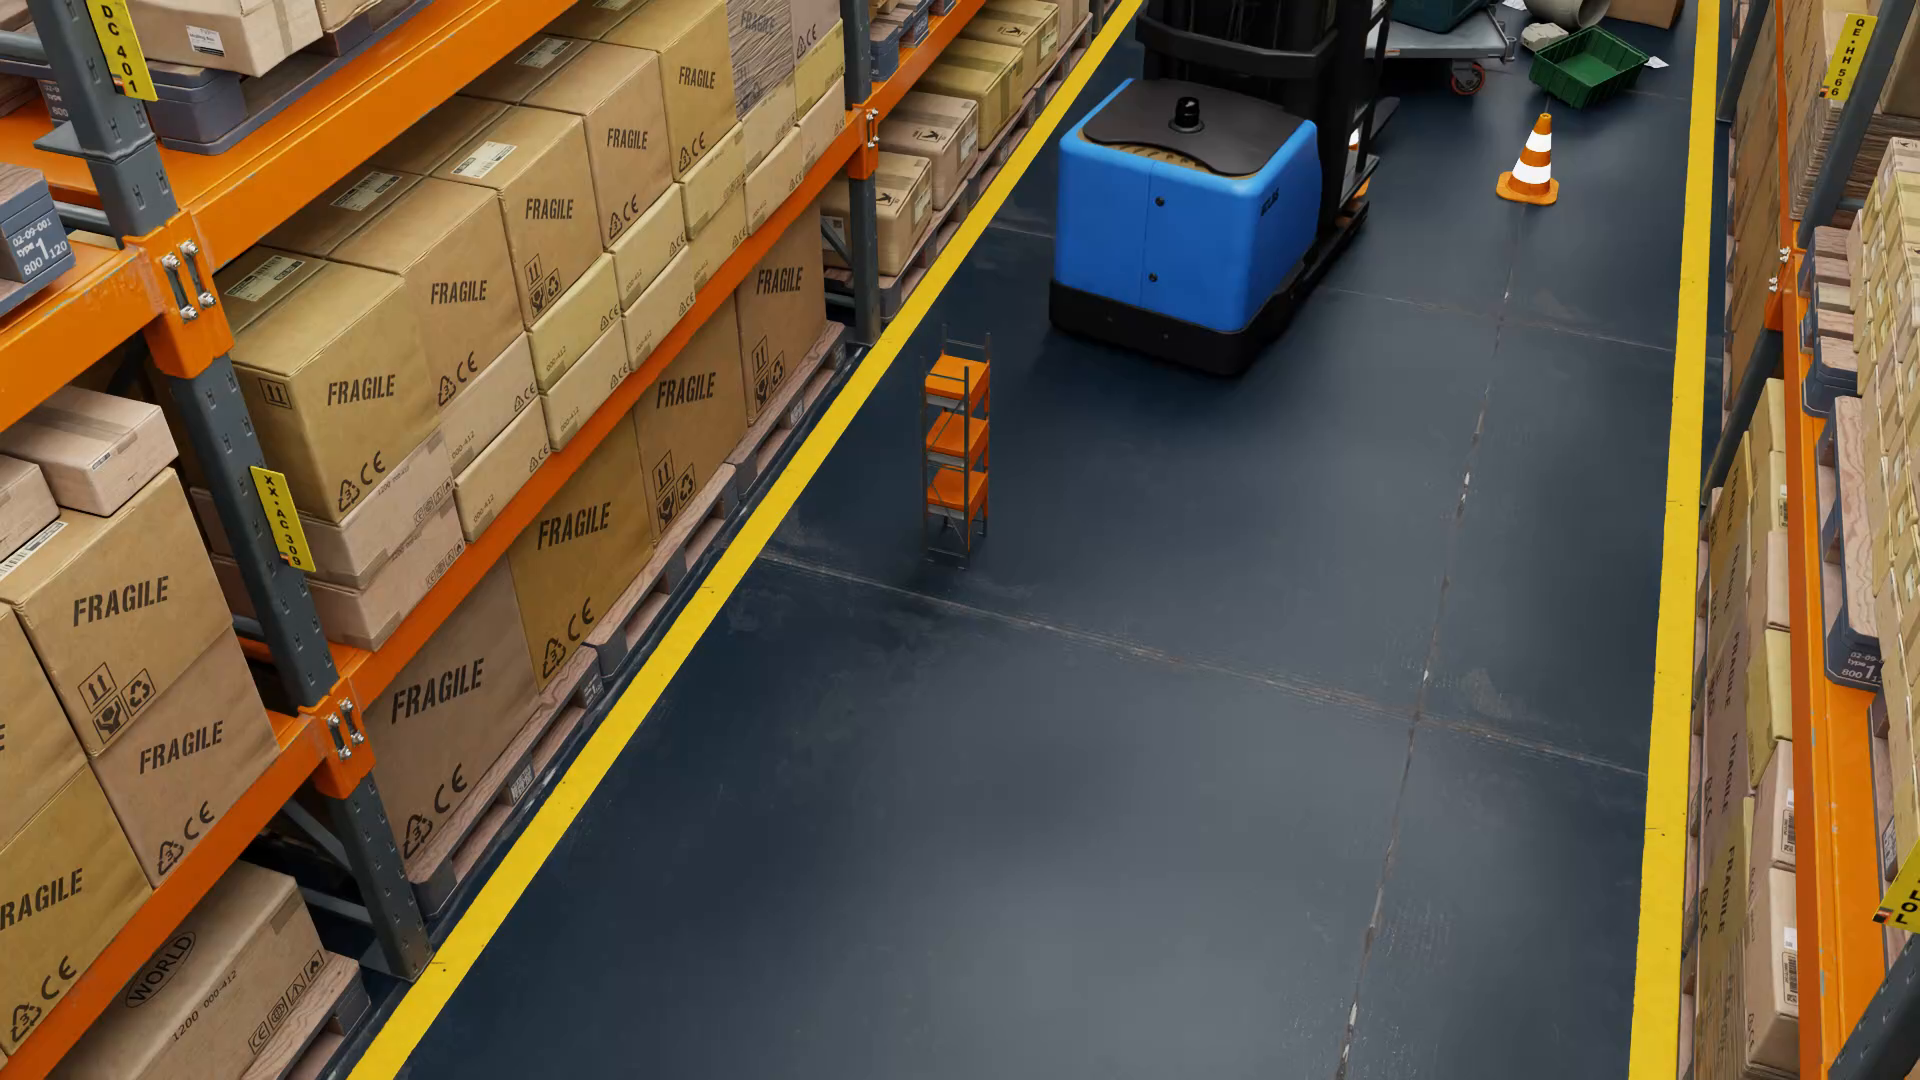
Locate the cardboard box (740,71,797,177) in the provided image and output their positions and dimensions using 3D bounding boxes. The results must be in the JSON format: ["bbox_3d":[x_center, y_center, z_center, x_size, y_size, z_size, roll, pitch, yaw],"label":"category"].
[{"bbox_3d":[-0.990,-1.721,6.686,0.500,0.250,0.500,12,42,14],"label":"cardboard box"}]

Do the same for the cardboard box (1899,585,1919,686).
[{"bbox_3d":[2.644,0.281,4.251,0.380,0.149,0.250,12,42,14],"label":"cardboard box"}]

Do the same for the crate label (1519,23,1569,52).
[{"bbox_3d":[3.886,-3.330,11.047,0.298,0.136,0.250,-13,42,-15],"label":"crate label"}]

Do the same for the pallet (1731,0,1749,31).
[{"bbox_3d":[5.912,-3.788,11.527,1.003,0.211,1.213,13,42,15],"label":"pallet"}]

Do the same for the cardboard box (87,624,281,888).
[{"bbox_3d":[-2.177,0.488,4.289,0.500,0.500,0.500,14,42,15],"label":"cardboard box"}]

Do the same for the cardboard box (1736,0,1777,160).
[{"bbox_3d":[5.035,-2.561,9.350,1.050,0.750,0.750,13,42,15],"label":"cardboard box"}]

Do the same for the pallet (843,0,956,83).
[{"bbox_3d":[-0.748,-2.638,8.179,1.213,0.211,1.003,13,42,15],"label":"pallet"}]

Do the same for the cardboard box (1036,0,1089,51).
[{"bbox_3d":[0.300,-3.532,10.780,0.950,0.372,0.625,14,42,16],"label":"cardboard box"}]

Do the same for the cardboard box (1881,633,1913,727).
[{"bbox_3d":[2.638,0.411,4.328,0.380,0.149,0.250,11,42,13],"label":"cardboard box"}]

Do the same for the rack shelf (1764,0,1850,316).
[{"bbox_3d":[4.479,-2.162,8.027,1.077,0.370,4.000,13,42,15],"label":"rack shelf"}]

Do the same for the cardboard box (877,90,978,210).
[{"bbox_3d":[-0.444,-2.207,9.227,0.950,0.372,0.625,13,42,14],"label":"cardboard box"}]

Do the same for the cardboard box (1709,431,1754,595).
[{"bbox_3d":[3.313,-0.050,6.600,0.500,0.500,0.500,12,42,13],"label":"cardboard box"}]

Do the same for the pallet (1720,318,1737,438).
[{"bbox_3d":[4.135,-0.619,7.813,1.003,0.211,1.213,13,42,15],"label":"pallet"}]

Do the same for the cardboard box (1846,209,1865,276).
[{"bbox_3d":[3.452,-1.052,6.042,0.380,0.149,0.250,13,42,14],"label":"cardboard box"}]

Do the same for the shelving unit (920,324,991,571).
[{"bbox_3d":[-0.018,-0.367,6.871,0.215,1.050,0.252,13,42,15],"label":"shelving unit"}]

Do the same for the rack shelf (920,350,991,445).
[{"bbox_3d":[-0.018,-0.575,6.694,0.215,0.259,0.240,13,42,15],"label":"rack shelf"}]

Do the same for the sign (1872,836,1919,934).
[{"bbox_3d":[1.904,0.662,3.270,0.100,0.325,0.005,13,42,15],"label":"sign"}]

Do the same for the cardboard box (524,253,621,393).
[{"bbox_3d":[-1.494,-0.778,5.581,0.500,0.250,0.500,14,42,16],"label":"cardboard box"}]

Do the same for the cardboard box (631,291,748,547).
[{"bbox_3d":[-1.514,-0.658,7.024,0.875,0.875,0.875,14,42,16],"label":"cardboard box"}]

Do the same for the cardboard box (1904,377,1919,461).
[{"bbox_3d":[2.918,-0.314,4.719,0.380,0.149,0.250,13,42,14],"label":"cardboard box"}]

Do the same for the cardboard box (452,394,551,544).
[{"bbox_3d":[-1.685,-0.282,5.385,0.500,0.250,0.500,12,42,14],"label":"cardboard box"}]

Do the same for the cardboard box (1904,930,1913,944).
[{"bbox_3d":[2.377,0.874,3.785,0.380,0.149,0.250,12,42,14],"label":"cardboard box"}]

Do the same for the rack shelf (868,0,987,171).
[{"bbox_3d":[-0.207,-3.199,9.243,1.077,0.370,4.000,13,42,15],"label":"rack shelf"}]

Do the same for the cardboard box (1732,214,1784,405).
[{"bbox_3d":[4.088,-0.871,7.370,1.050,0.750,0.750,13,42,14],"label":"cardboard box"}]

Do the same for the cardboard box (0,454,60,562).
[{"bbox_3d":[-2.257,-0.083,3.689,0.380,0.149,0.250,14,43,16],"label":"cardboard box"}]

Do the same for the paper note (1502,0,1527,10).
[{"bbox_3d":[3.908,-3.757,11.637,0.172,0.023,0.155,29,48,29],"label":"paper note"}]

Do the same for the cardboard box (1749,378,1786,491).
[{"bbox_3d":[3.332,-0.343,6.366,0.500,0.250,0.500,11,42,13],"label":"cardboard box"}]

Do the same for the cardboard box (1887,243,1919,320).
[{"bbox_3d":[3.186,-0.793,5.280,0.380,0.149,0.250,12,42,13],"label":"cardboard box"}]

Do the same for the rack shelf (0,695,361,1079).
[{"bbox_3d":[-2.943,1.680,3.524,1.077,0.370,4.000,13,42,15],"label":"rack shelf"}]

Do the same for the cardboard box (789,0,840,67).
[{"bbox_3d":[-0.822,-2.298,6.785,0.500,0.500,0.500,12,42,14],"label":"cardboard box"}]

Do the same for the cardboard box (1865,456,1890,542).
[{"bbox_3d":[2.911,-0.084,4.908,0.380,0.149,0.250,12,42,14],"label":"cardboard box"}]

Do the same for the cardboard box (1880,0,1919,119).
[{"bbox_3d":[3.958,-1.906,6.325,0.700,0.500,0.500,13,42,15],"label":"cardboard box"}]

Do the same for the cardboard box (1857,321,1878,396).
[{"bbox_3d":[3.178,-0.559,5.464,0.380,0.149,0.250,15,43,17],"label":"cardboard box"}]

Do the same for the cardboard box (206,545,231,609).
[{"bbox_3d":[-2.343,-0.086,5.155,0.500,0.250,0.500,12,42,14],"label":"cardboard box"}]

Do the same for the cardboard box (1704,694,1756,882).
[{"bbox_3d":[2.799,0.883,5.506,0.500,0.500,0.500,12,42,14],"label":"cardboard box"}]

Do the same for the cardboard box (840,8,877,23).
[{"bbox_3d":[-0.605,-2.474,7.709,0.380,0.149,0.250,11,42,13],"label":"cardboard box"}]

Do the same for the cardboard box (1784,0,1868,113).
[{"bbox_3d":[4.040,-2.197,7.437,0.500,0.500,0.500,13,42,14],"label":"cardboard box"}]

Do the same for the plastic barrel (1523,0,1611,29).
[{"bbox_3d":[4.109,-3.708,11.270,0.421,0.421,0.512,-21,45,-22],"label":"plastic barrel"}]

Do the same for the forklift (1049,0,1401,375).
[{"bbox_3d":[1.617,-2.861,8.345,1.130,2.935,3.031,20,44,22],"label":"forklift"}]

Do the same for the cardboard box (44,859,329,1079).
[{"bbox_3d":[-2.575,1.361,4.994,0.875,0.438,0.875,13,42,14],"label":"cardboard box"}]

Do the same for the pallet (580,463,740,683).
[{"bbox_3d":[-1.650,0.014,7.071,1.003,0.211,1.213,13,42,15],"label":"pallet"}]

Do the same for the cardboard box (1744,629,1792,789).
[{"bbox_3d":[2.800,0.583,5.280,0.500,0.250,0.500,12,42,13],"label":"cardboard box"}]

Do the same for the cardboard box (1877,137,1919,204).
[{"bbox_3d":[3.453,-1.265,5.833,0.380,0.149,0.250,13,42,15],"label":"cardboard box"}]

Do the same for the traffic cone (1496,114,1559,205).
[{"bbox_3d":[3.285,-2.208,9.481,0.336,0.463,0.334,13,42,15],"label":"traffic cone"}]

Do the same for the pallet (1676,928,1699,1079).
[{"bbox_3d":[2.692,1.810,4.966,1.003,0.211,1.213,13,42,15],"label":"pallet"}]

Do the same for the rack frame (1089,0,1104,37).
[{"bbox_3d":[0.477,-4.692,10.439,1.000,3.000,0.127,13,42,15],"label":"rack frame"}]

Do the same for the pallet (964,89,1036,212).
[{"bbox_3d":[-0.204,-2.410,9.912,1.003,0.211,1.213,13,42,15],"label":"pallet"}]

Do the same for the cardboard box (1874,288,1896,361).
[{"bbox_3d":[3.176,-0.660,5.353,0.380,0.149,0.250,13,42,15],"label":"cardboard box"}]

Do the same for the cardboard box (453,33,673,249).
[{"bbox_3d":[-1.346,-1.375,5.703,0.500,0.500,0.500,13,42,14],"label":"cardboard box"}]

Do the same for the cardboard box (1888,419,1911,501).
[{"bbox_3d":[2.913,-0.192,4.804,0.380,0.149,0.250,15,43,17],"label":"cardboard box"}]

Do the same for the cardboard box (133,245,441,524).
[{"bbox_3d":[-1.838,-0.436,4.603,0.500,0.500,0.500,14,42,16],"label":"cardboard box"}]

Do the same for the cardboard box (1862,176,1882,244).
[{"bbox_3d":[3.441,-1.143,5.919,0.380,0.149,0.250,15,43,17],"label":"cardboard box"}]

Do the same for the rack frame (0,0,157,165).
[{"bbox_3d":[-2.259,-2.095,2.773,1.000,3.000,0.127,13,42,15],"label":"rack frame"}]

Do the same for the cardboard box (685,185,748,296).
[{"bbox_3d":[-1.167,-1.211,6.474,0.500,0.250,0.500,13,42,15],"label":"cardboard box"}]

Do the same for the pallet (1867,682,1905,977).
[{"bbox_3d":[2.825,0.863,4.075,1.003,0.211,1.213,13,42,15],"label":"pallet"}]
